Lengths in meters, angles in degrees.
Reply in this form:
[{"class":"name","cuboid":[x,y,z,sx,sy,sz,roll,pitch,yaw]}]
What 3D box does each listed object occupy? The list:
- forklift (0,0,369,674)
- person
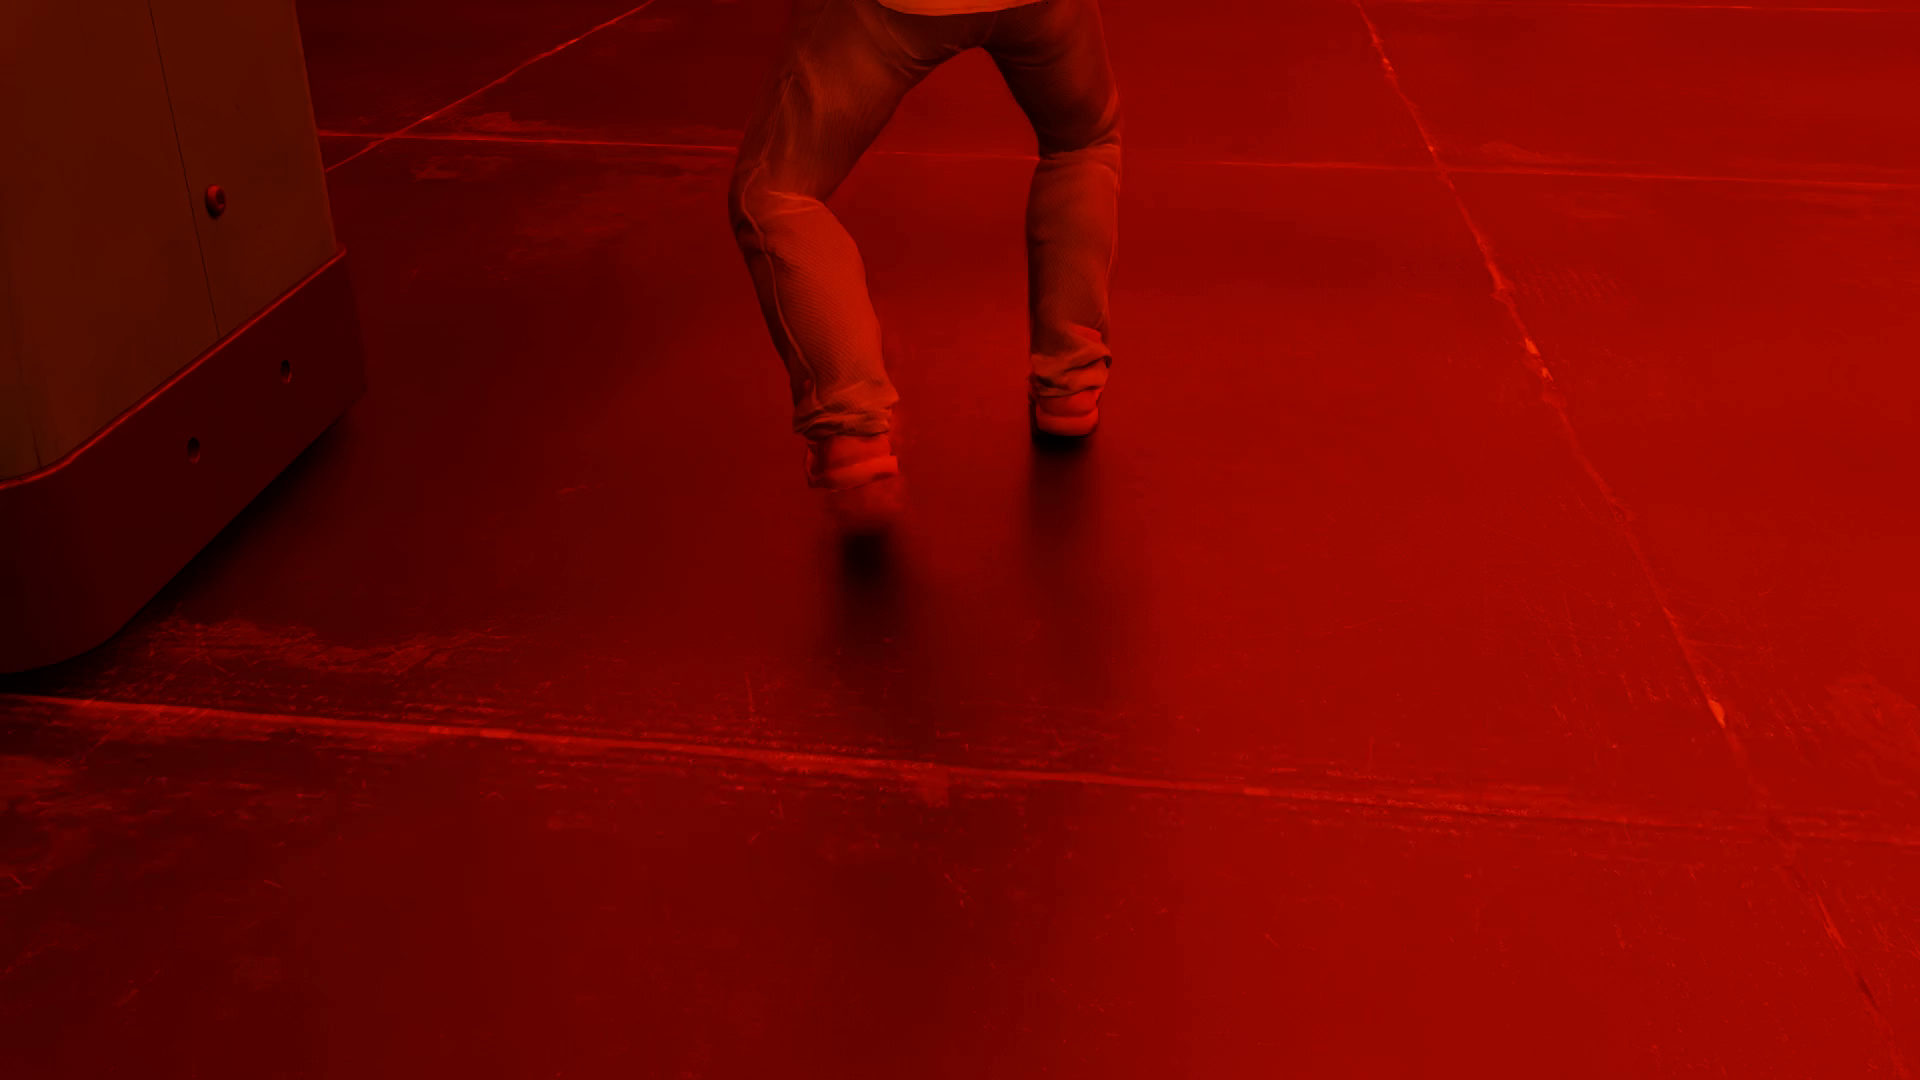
[{"class":"forklift","cuboid":[-2.555,-1.353,1.930,3.031,2.935,1.130,1,27,3]},{"class":"person","cuboid":[0.126,-0.899,2.561,1.057,1.520,0.779,-12,29,-22]}]
